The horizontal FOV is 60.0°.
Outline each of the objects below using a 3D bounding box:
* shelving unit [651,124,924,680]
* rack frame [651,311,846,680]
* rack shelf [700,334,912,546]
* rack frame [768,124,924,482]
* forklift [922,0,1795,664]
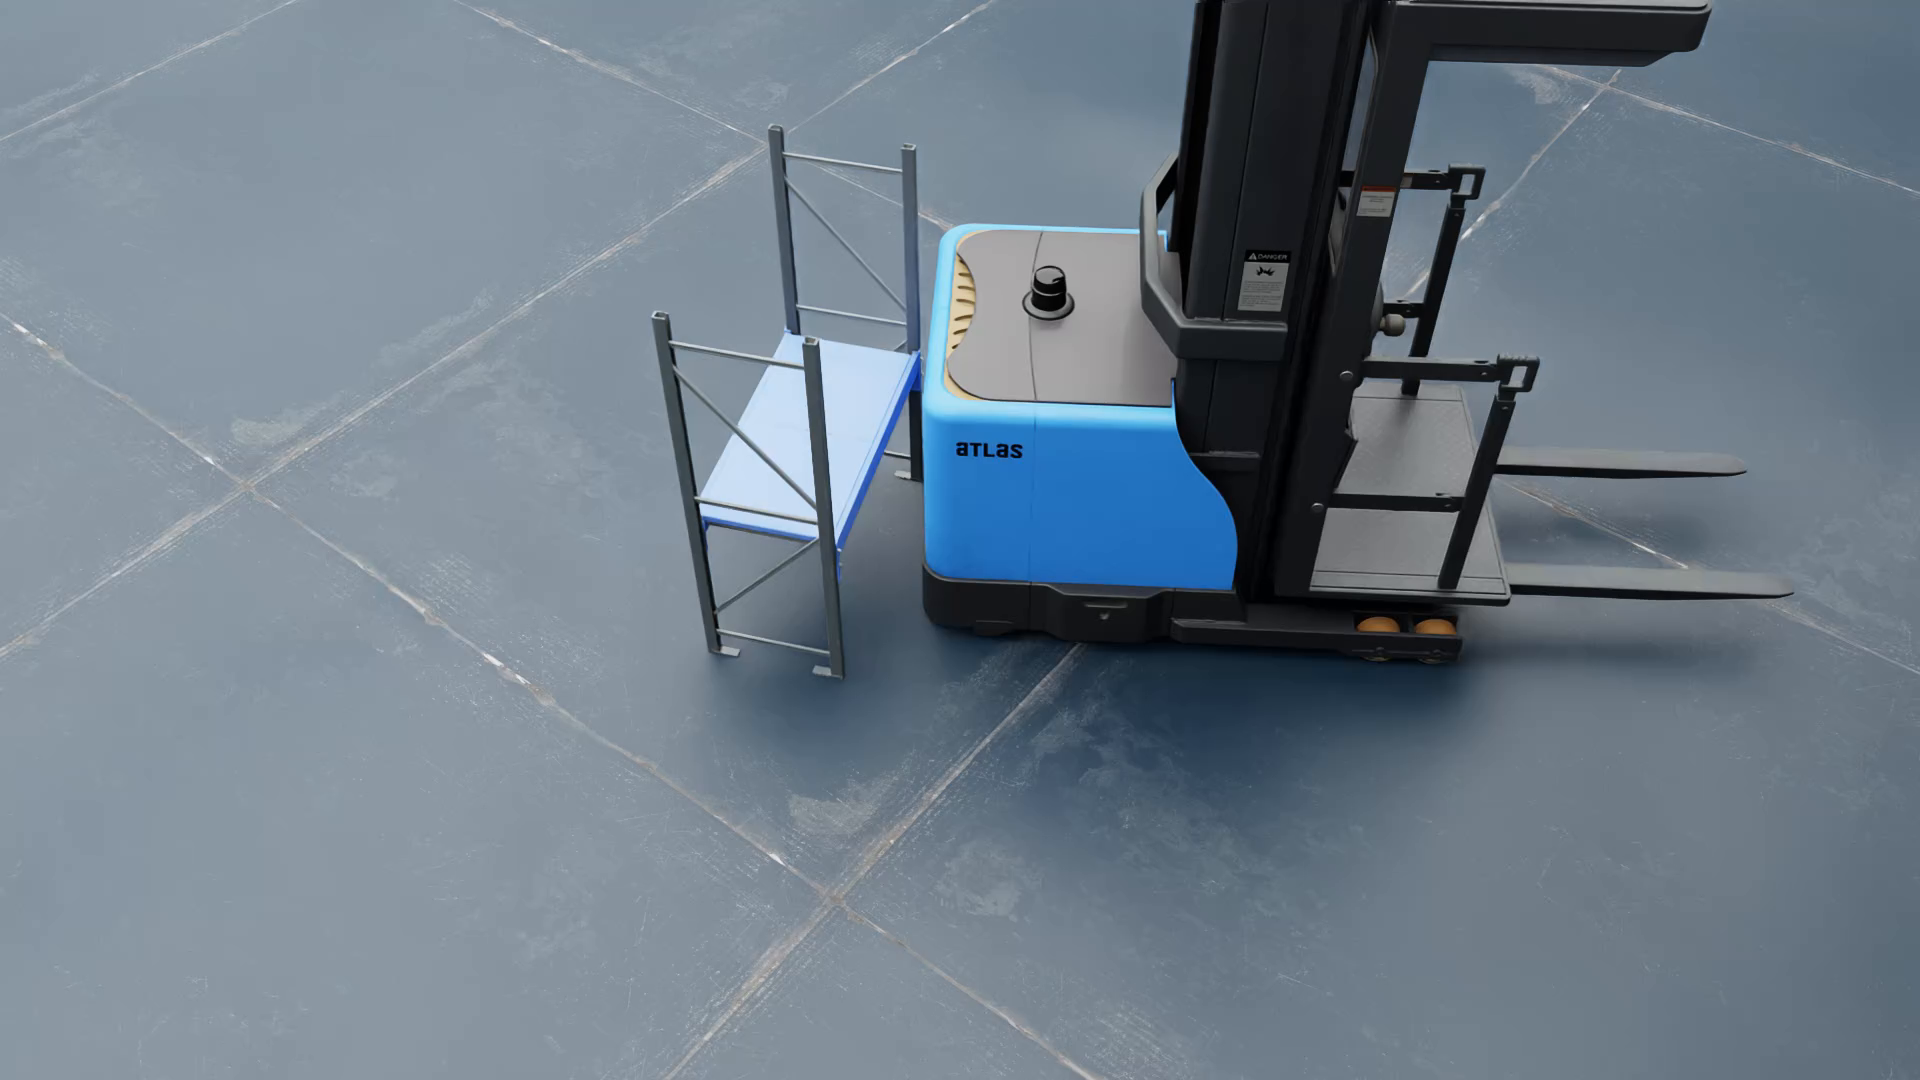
[{"bbox_3d":[-0.516,-0.445,5.638,0.500,1.500,1.048,11,47,10],"label":"shelving unit"},{"bbox_3d":[-0.645,-0.089,5.298,0.500,1.500,0.032,11,47,10],"label":"rack frame"},{"bbox_3d":[-0.516,-0.354,5.732,0.459,0.062,0.952,11,47,10],"label":"rack shelf"},{"bbox_3d":[-0.388,-0.800,5.977,0.500,1.500,0.032,11,47,10],"label":"rack frame"},{"bbox_3d":[1.405,-0.978,5.157,3.031,2.935,1.130,2,46,2],"label":"forklift"}]
